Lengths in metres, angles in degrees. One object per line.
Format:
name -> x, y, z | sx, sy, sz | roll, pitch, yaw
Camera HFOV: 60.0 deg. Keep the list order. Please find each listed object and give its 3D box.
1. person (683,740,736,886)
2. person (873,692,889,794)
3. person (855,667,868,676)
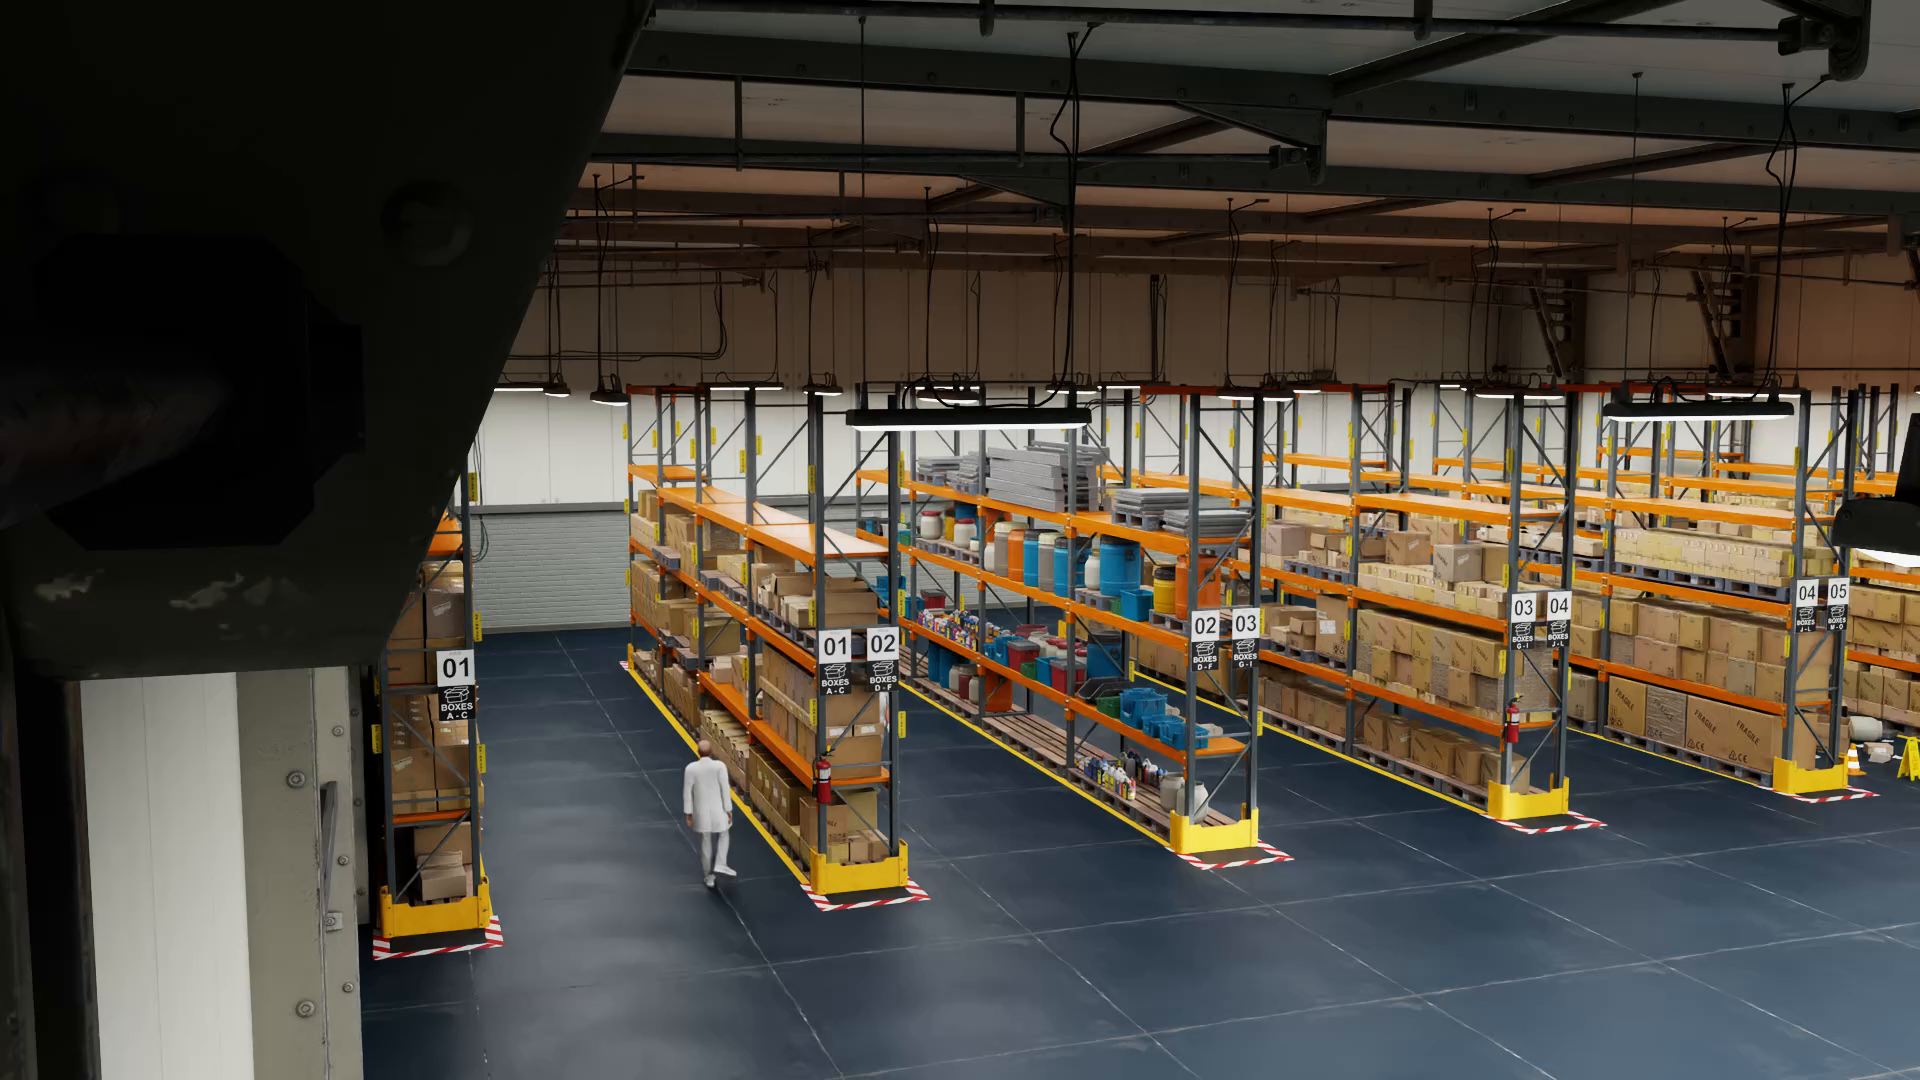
person -> -3.073, 3.395, 20.390 | 0.627, 1.663, 0.572 | -1, 6, -9
person -> -1.292, 2.854, 25.104 | 0.588, 1.769, 0.868 | -4, 7, -33
person -> -1.906, 2.081, 30.972 | 0.562, 1.581, 1.045 | -4, 7, -31
